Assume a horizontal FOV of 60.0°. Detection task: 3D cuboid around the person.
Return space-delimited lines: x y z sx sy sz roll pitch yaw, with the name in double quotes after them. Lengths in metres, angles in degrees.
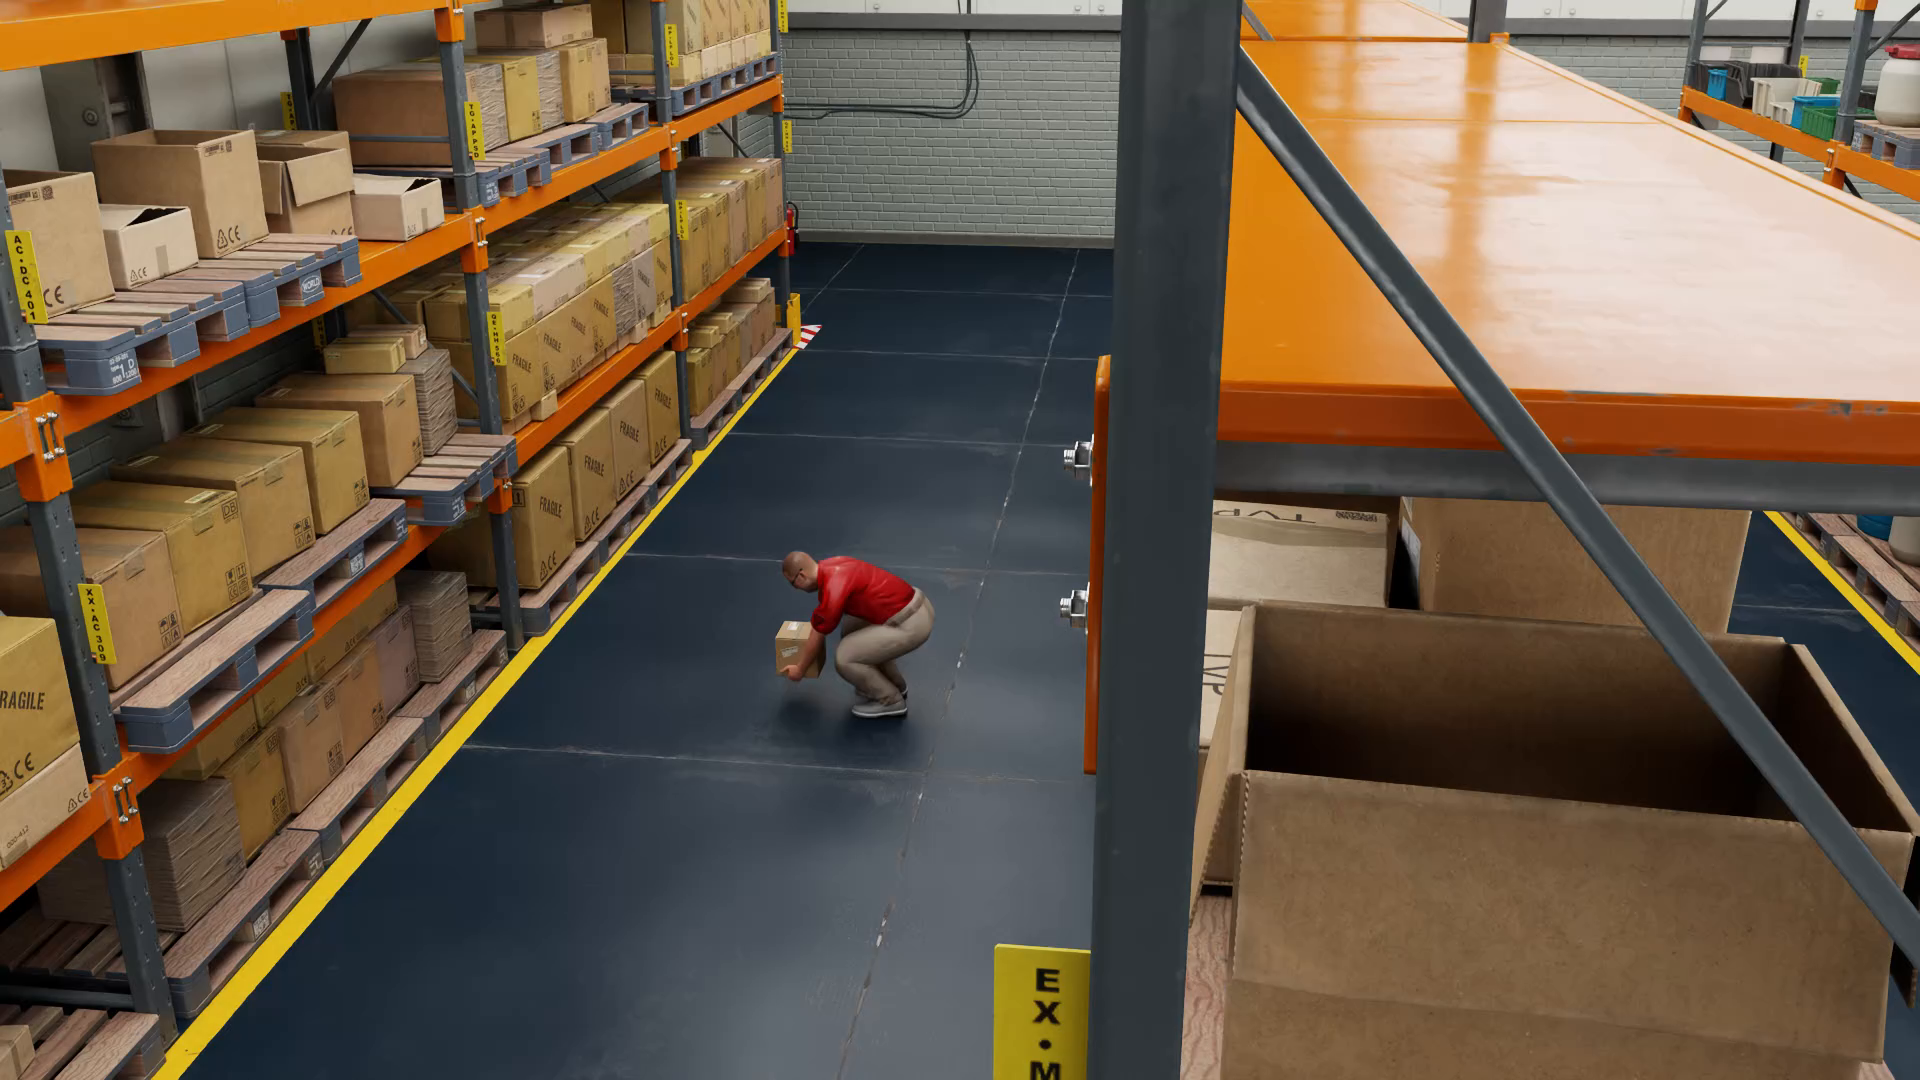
-0.603 0.527 9.801 0.905 0.974 0.524 2 21 5 "person"
